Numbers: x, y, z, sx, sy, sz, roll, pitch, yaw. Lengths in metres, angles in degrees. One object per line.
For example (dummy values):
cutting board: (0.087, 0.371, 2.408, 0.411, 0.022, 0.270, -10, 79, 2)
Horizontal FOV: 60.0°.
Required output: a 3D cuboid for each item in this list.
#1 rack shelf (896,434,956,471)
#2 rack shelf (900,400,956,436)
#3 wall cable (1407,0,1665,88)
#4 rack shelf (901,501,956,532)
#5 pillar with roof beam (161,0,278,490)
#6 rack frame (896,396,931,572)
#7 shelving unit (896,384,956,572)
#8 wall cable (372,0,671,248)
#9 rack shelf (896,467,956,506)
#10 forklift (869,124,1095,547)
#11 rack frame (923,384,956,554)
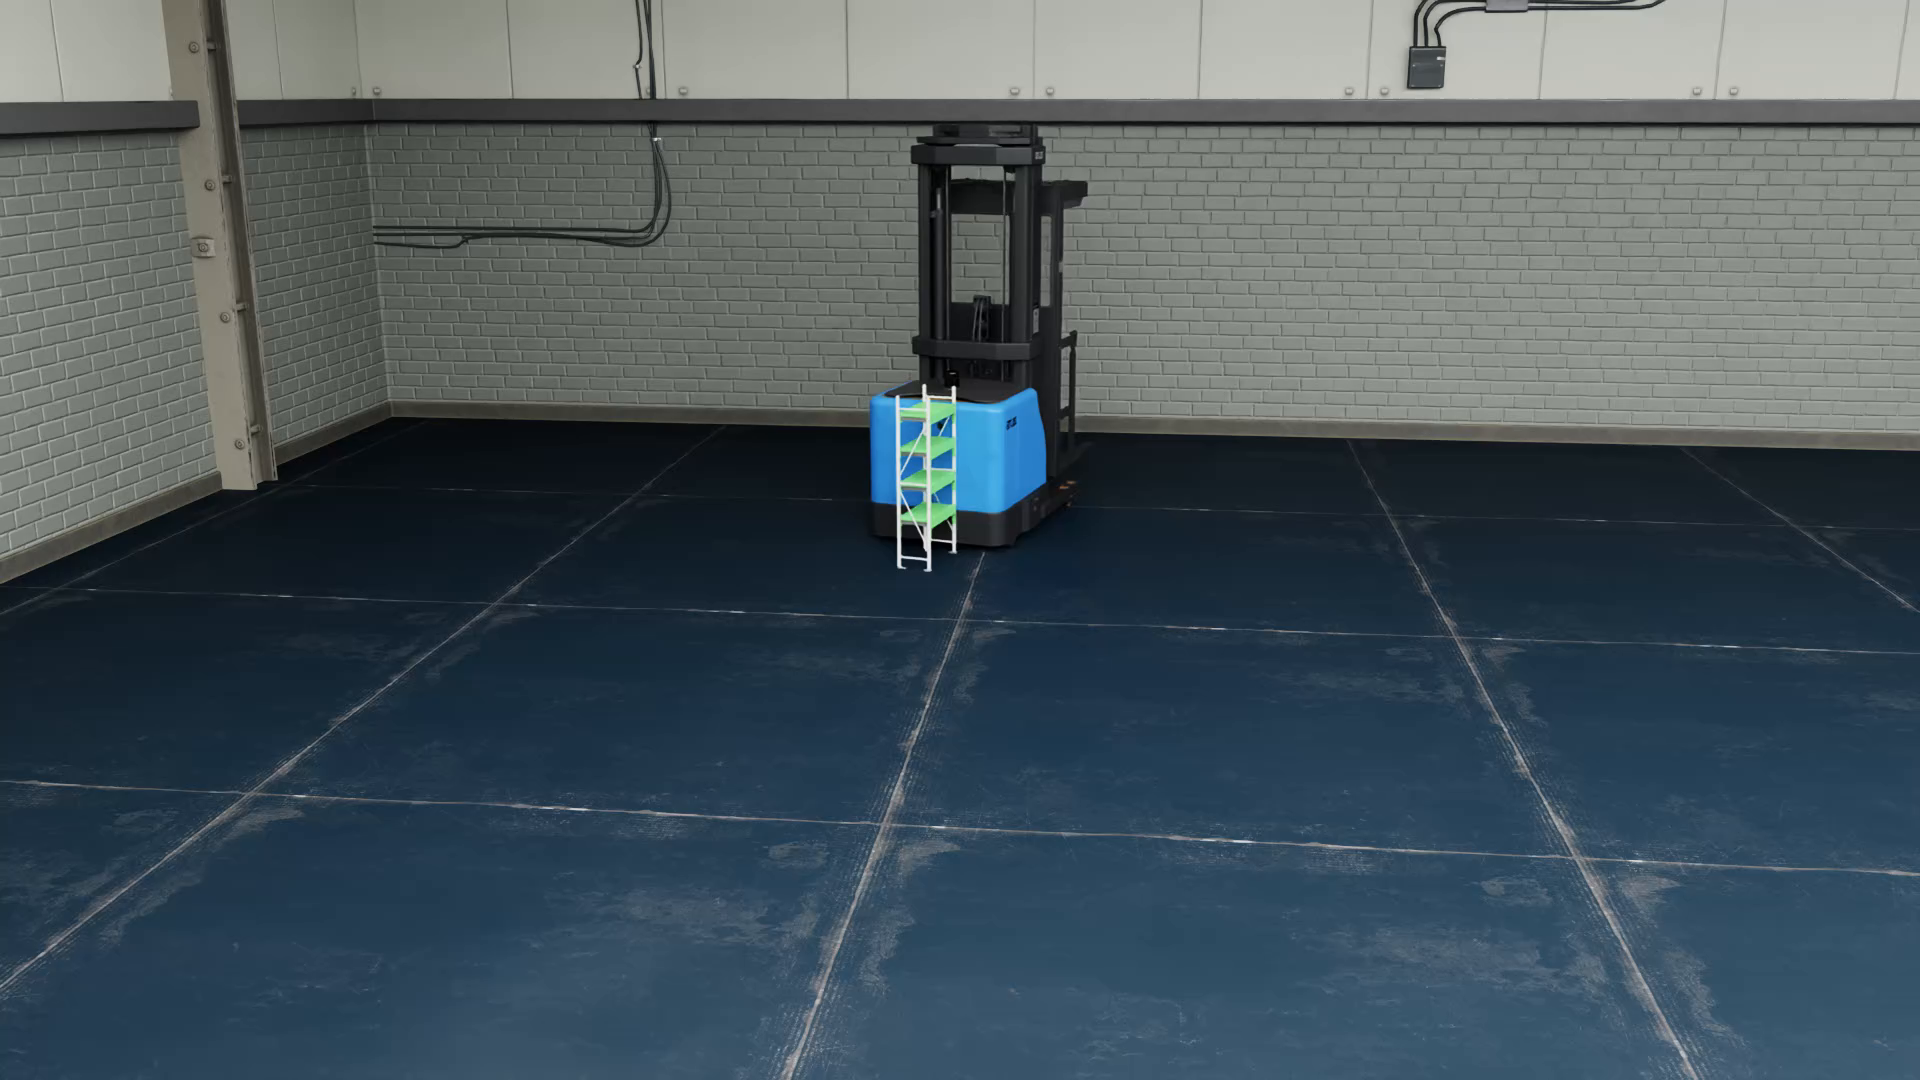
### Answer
rack shelf: (-0.229, -0.604, 11.421, 0.258, 0.148, 0.480, 6, 16, 20)
rack shelf: (-0.229, -0.835, 11.358, 0.258, 0.148, 0.480, 6, 16, 20)
wall cable: (5.136, -6.895, 13.906, 2.305, 6.003, 0.169, 2, 15, 6)
rack shelf: (-0.229, -0.140, 11.546, 0.258, 0.148, 0.480, 6, 16, 20)
pillar with roof beam: (-1.664, -4.685, 12.249, 9.100, 9.000, 0.400, 2, 15, 6)
rack frame: (-0.314, -0.374, 11.246, 0.240, 1.200, 0.015, 6, 16, 20)
shelving unit: (-0.229, -0.434, 11.467, 0.258, 1.200, 0.503, 6, 16, 20)
wall cable: (-4.295, -4.038, 15.804, 3.097, 2.526, 0.112, 2, 15, 6)
rack shelf: (-0.229, -0.372, 11.484, 0.258, 0.148, 0.480, 6, 16, 20)
forklift: (0.328, -1.709, 12.868, 1.130, 2.935, 3.031, 6, 16, 20)
rack frame: (-0.145, -0.493, 11.688, 0.240, 1.200, 0.015, 6, 16, 20)
